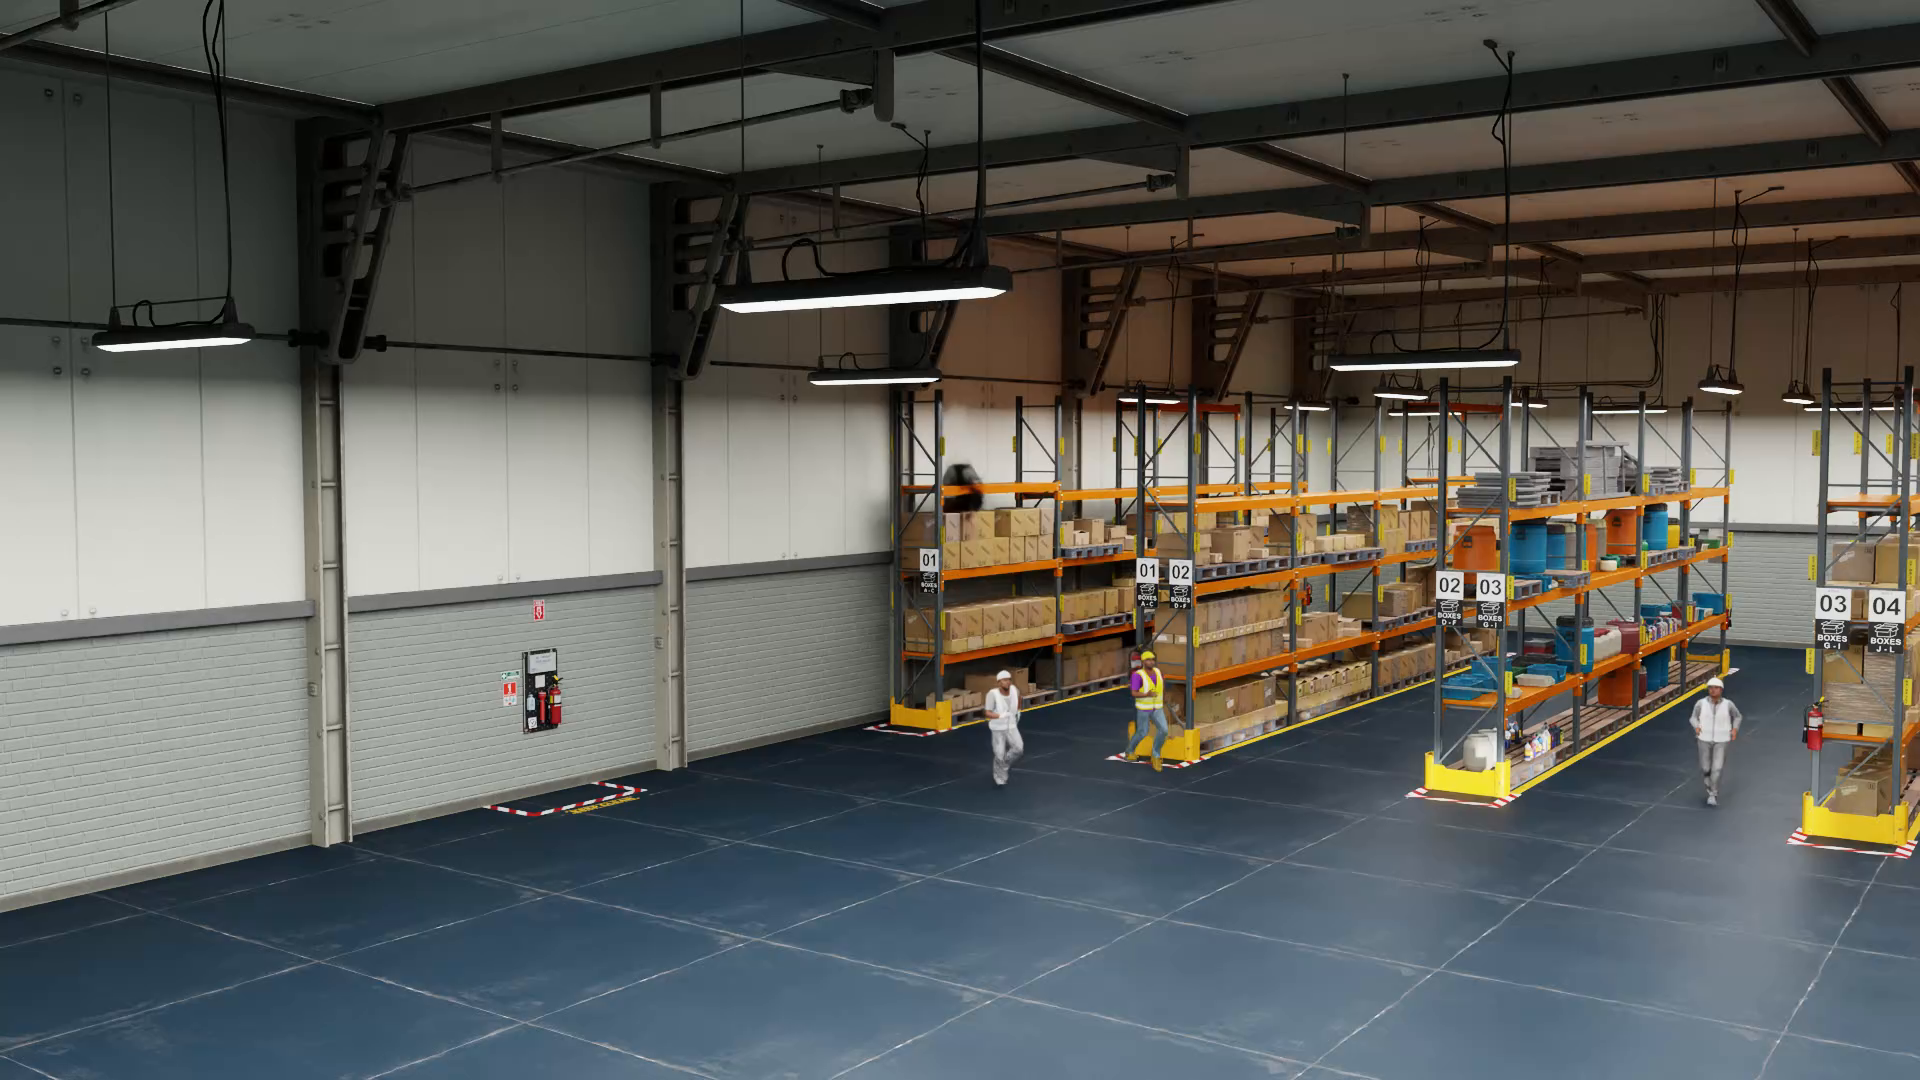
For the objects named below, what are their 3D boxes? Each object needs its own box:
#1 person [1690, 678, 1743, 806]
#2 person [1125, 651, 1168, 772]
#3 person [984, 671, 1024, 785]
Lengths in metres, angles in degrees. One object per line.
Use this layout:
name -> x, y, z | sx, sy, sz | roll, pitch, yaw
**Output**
person -> 10.661, 2.819, 23.470 | 0.677, 1.746, 0.875 | 2, 4, 29
person -> 2.851, 2.559, 25.029 | 0.714, 1.794, 0.871 | -1, 3, -23
person -> 0.681, 2.754, 24.261 | 0.726, 1.721, 0.720 | -2, 4, -28
